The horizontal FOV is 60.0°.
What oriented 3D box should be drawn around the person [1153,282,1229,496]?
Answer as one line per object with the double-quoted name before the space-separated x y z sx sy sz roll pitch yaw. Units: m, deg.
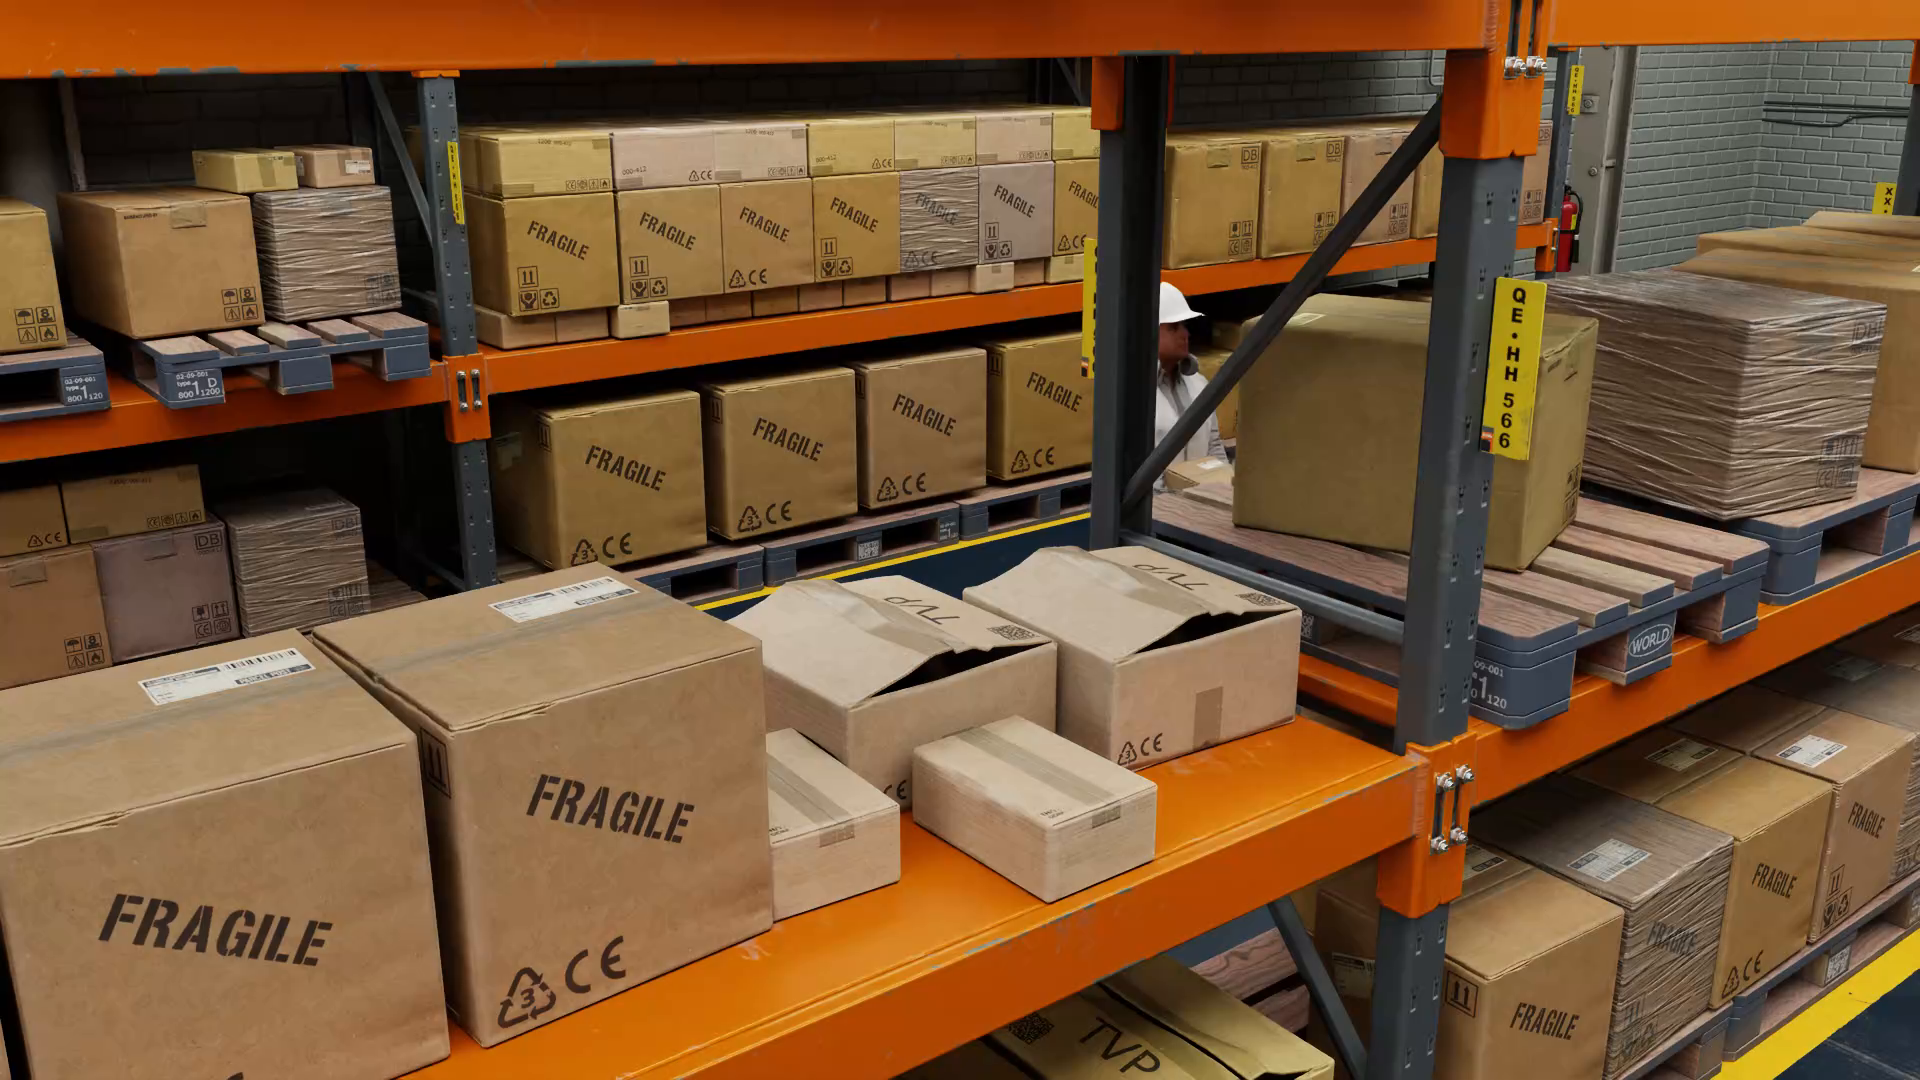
"person" 0.792 -0.064 6.218 0.495 1.772 0.550 -14 22 -37
